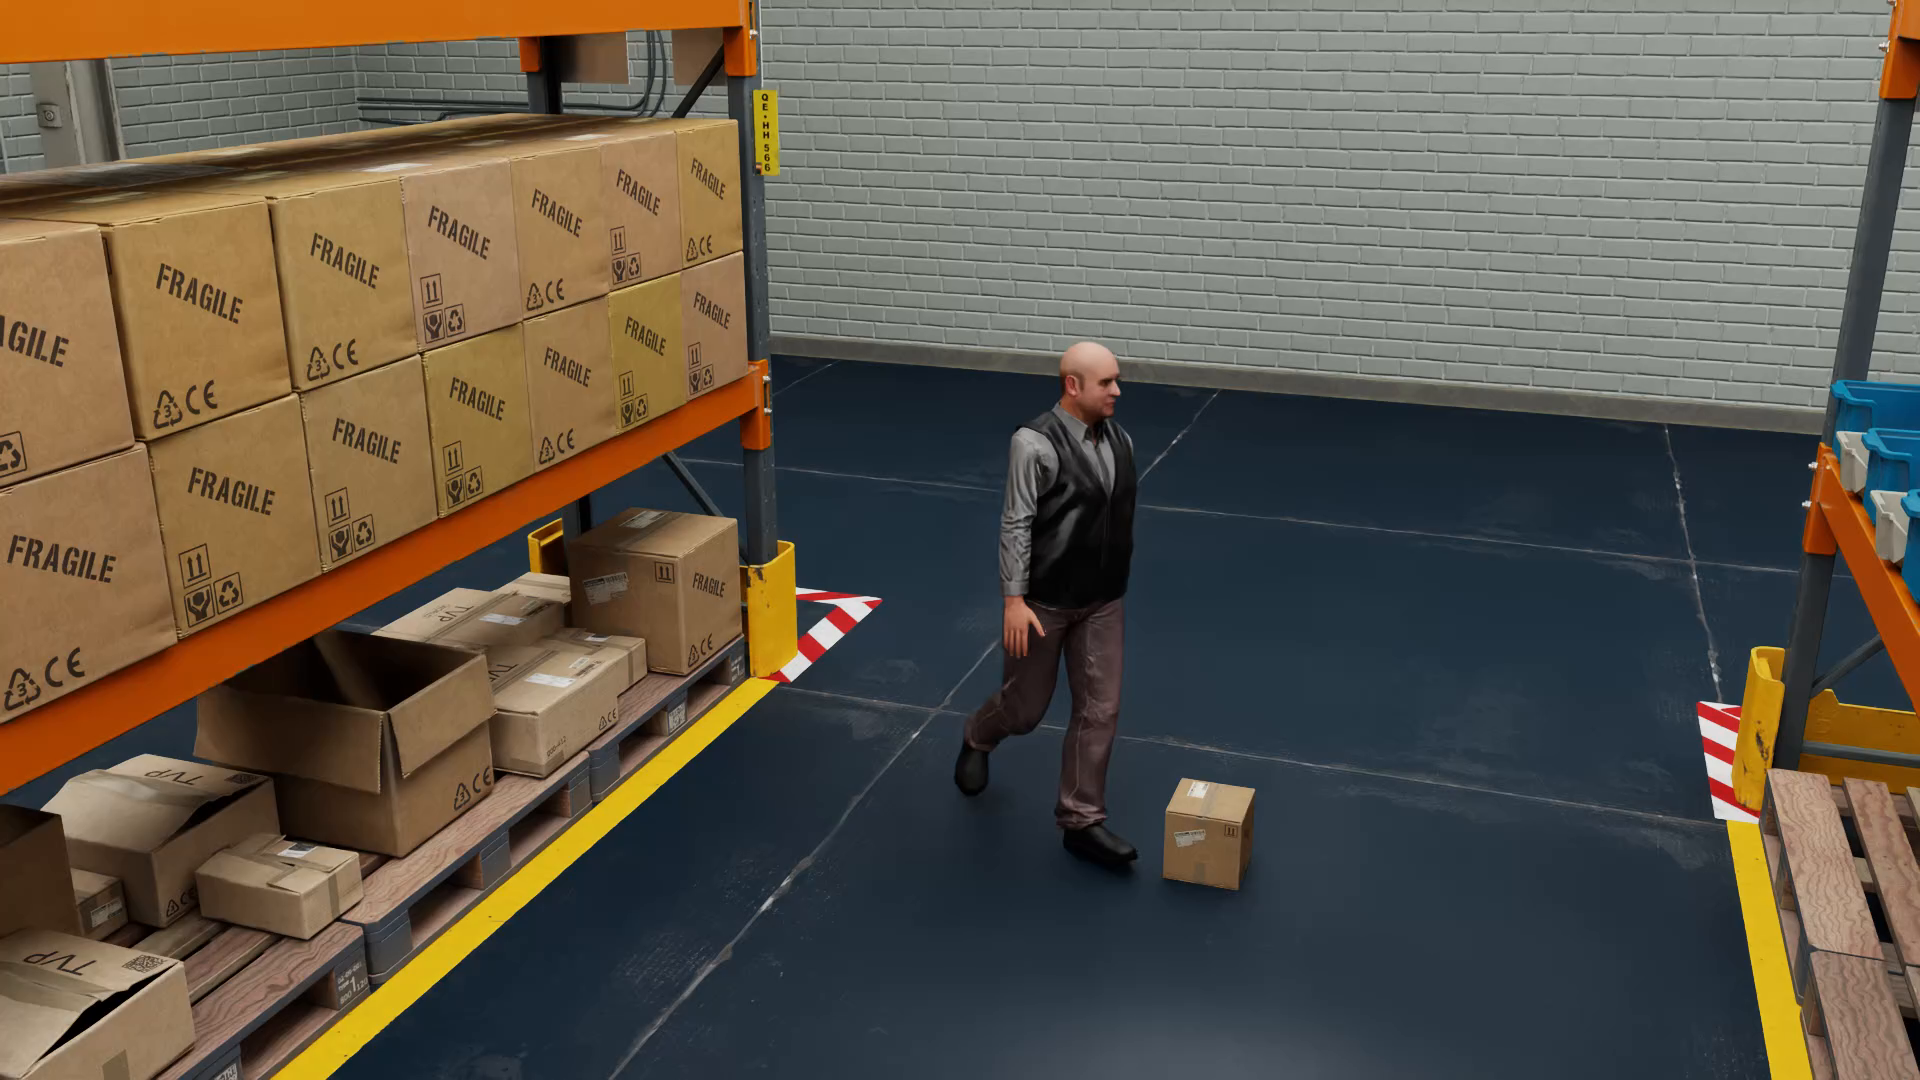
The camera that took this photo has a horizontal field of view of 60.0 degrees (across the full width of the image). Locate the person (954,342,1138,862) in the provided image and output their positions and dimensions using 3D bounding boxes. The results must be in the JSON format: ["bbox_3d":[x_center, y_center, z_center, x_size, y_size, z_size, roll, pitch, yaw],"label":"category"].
[{"bbox_3d":[0.324,0.183,5.558,0.605,1.708,0.857,-13,22,-34],"label":"person"}]
